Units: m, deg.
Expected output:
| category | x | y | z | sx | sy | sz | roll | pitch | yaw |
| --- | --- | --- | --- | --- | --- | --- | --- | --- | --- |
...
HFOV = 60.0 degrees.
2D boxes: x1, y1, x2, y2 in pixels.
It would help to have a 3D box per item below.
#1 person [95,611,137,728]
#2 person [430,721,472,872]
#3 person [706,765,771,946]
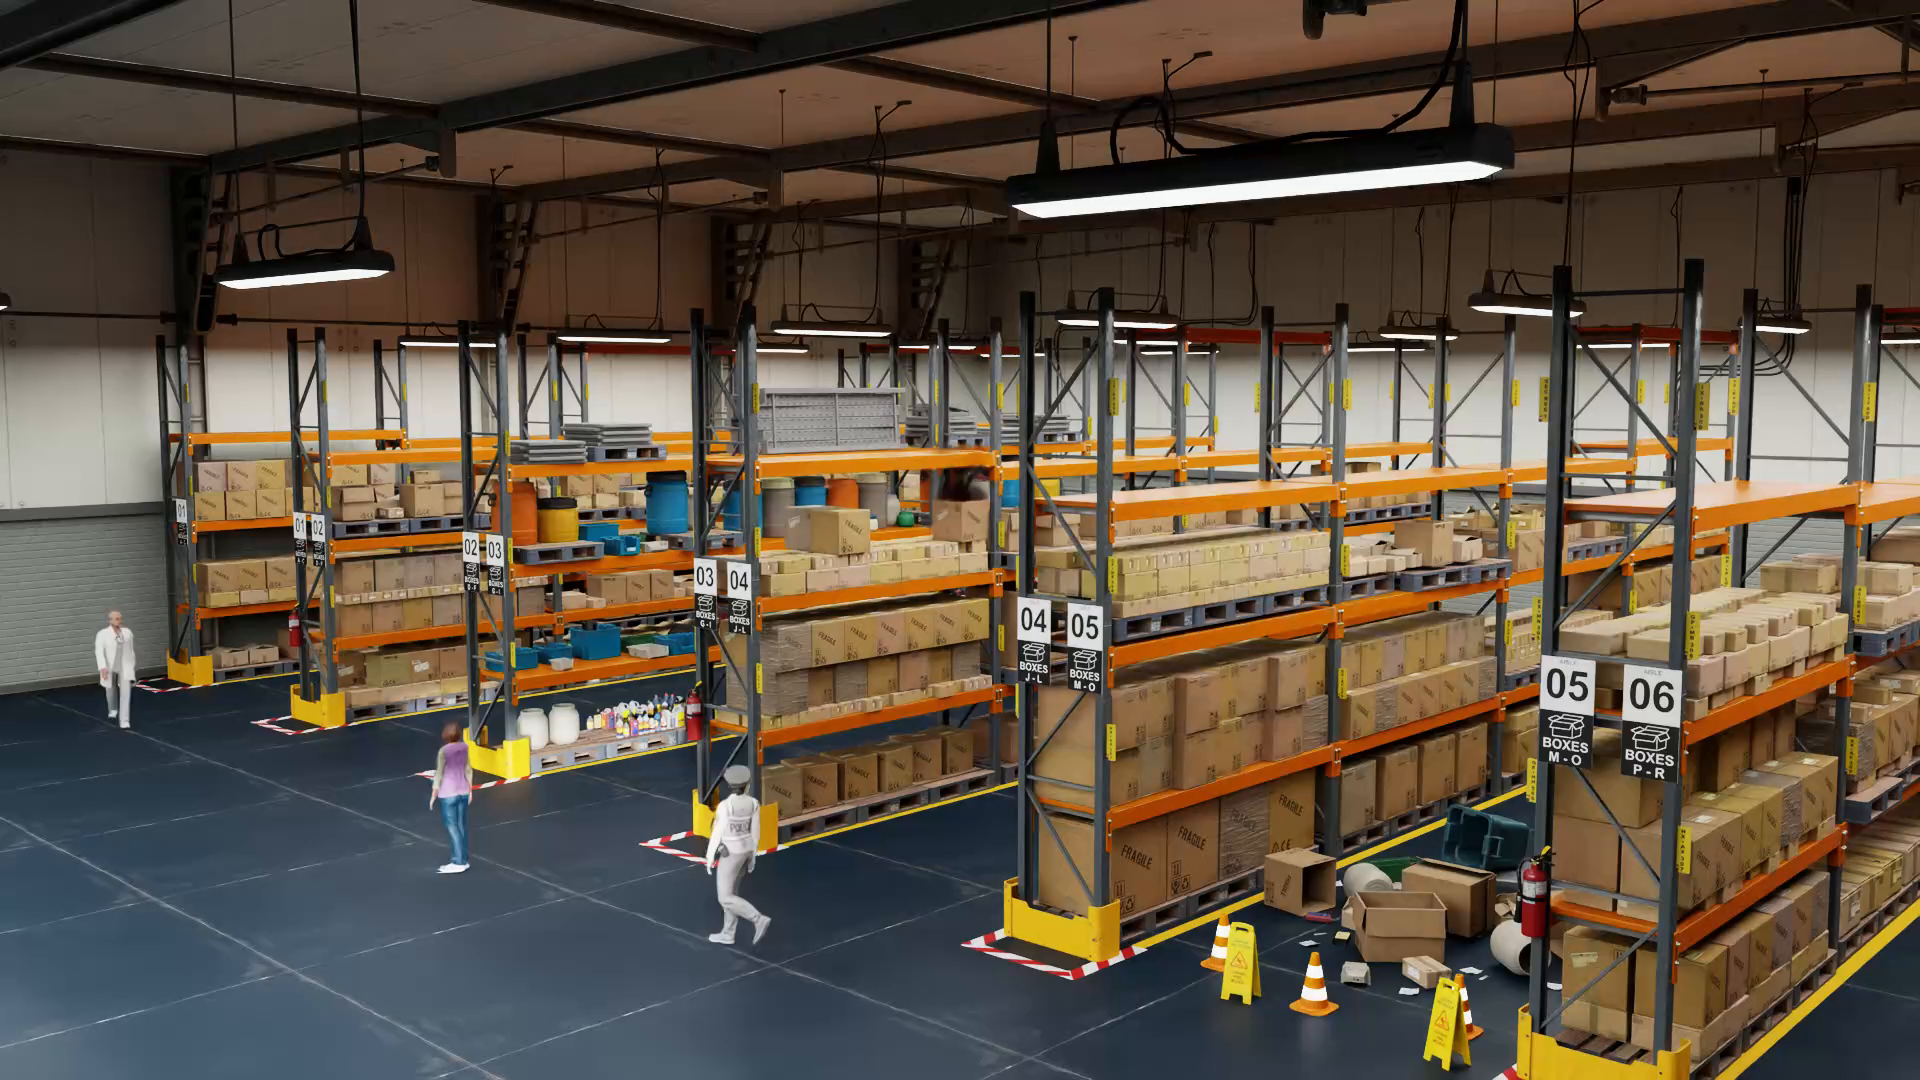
| category | x | y | z | sx | sy | sz | roll | pitch | yaw |
| --- | --- | --- | --- | --- | --- | --- | --- | --- | --- |
| person | -12.769 | 1.940 | 25.166 | 0.541 | 1.736 | 1.061 | -2 | 6 | -24 |
| person | -5.366 | 2.722 | 17.610 | 0.352 | 1.622 | 0.456 | 3 | 6 | 30 |
| person | -2.028 | 2.900 | 15.237 | 0.694 | 1.685 | 0.434 | 2 | 6 | 21 |
